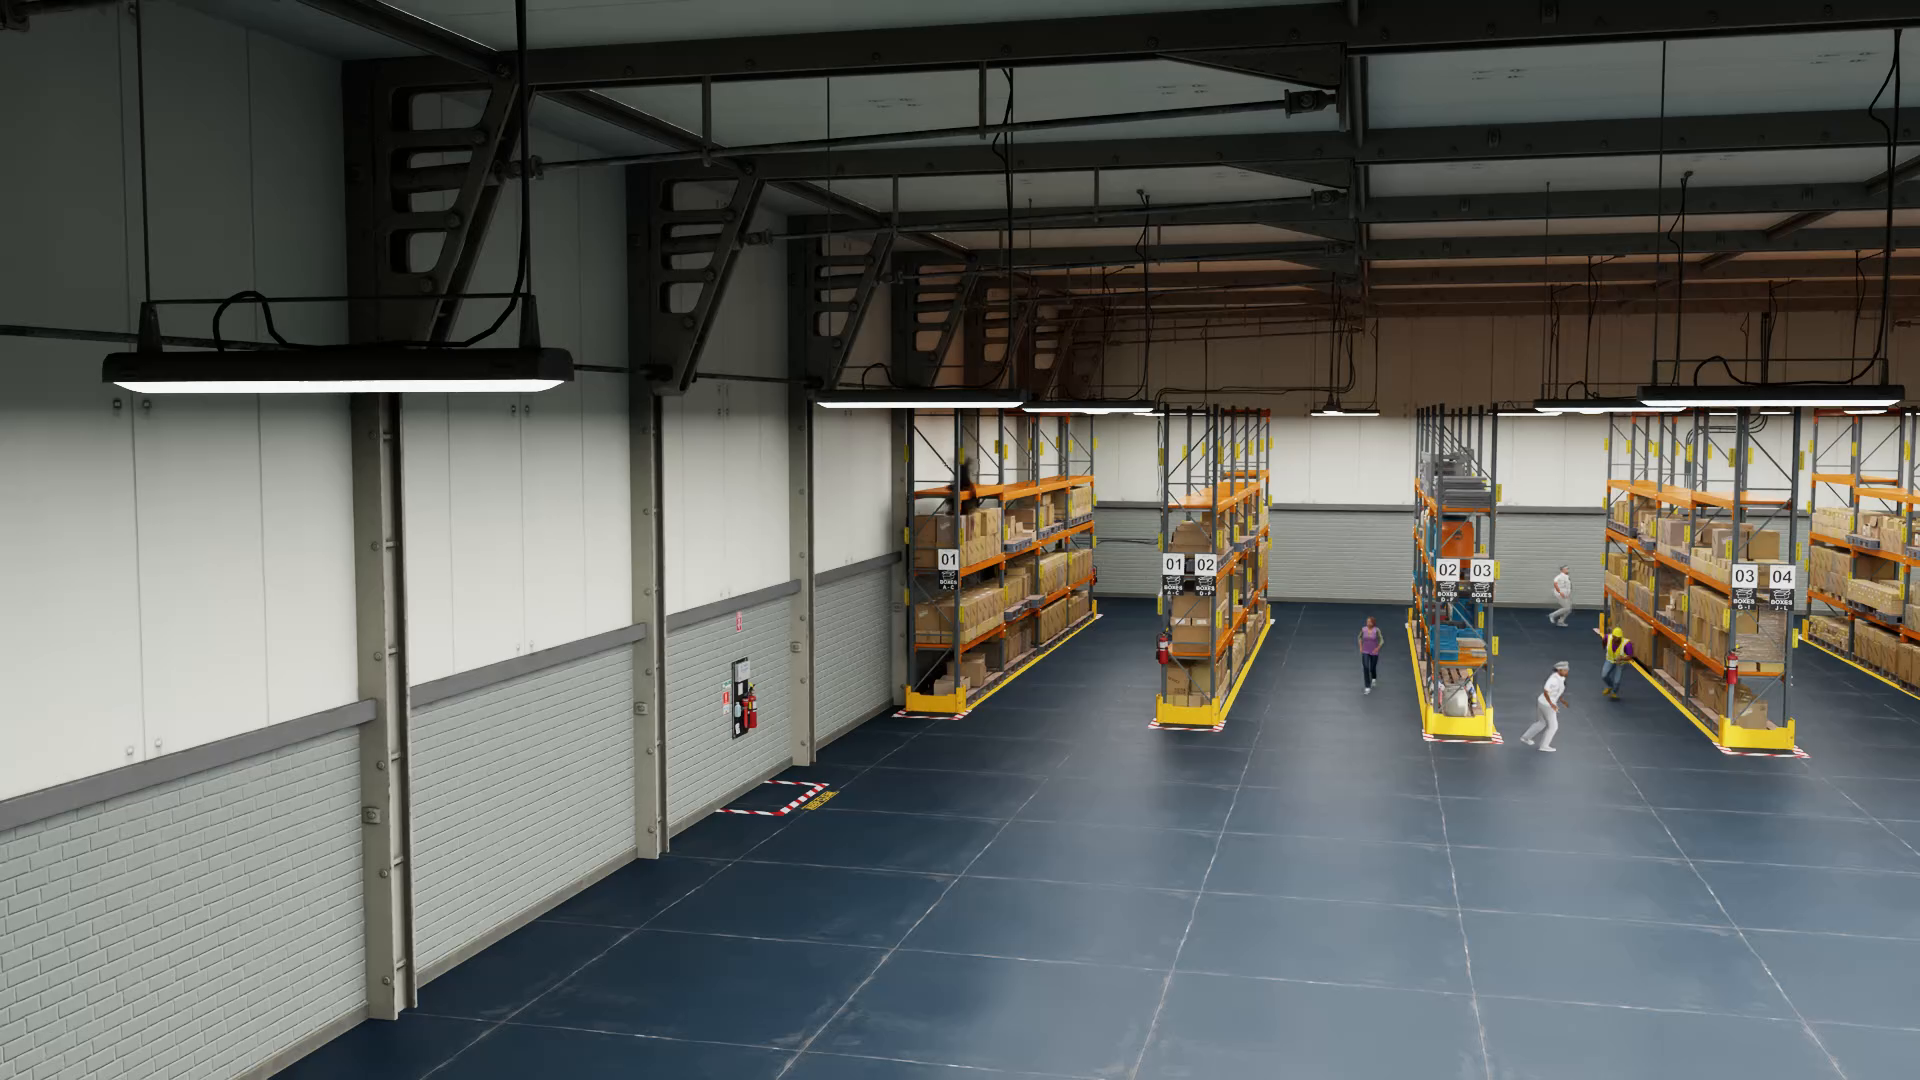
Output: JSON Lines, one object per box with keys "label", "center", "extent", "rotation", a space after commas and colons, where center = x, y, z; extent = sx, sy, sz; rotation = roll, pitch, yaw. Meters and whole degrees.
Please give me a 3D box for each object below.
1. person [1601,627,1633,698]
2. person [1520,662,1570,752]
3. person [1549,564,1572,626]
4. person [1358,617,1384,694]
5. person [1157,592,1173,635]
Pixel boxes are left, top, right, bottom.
{"label": "person", "center": [13.300, 2.493, 33.737], "extent": [0.732, 1.521, 0.991], "rotation": [3, 5, 34]}
{"label": "person", "center": [10.096, 2.847, 28.689], "extent": [0.796, 1.585, 0.597], "rotation": [2, 5, 27]}
{"label": "person", "center": [16.664, 1.516, 46.097], "extent": [0.559, 1.703, 0.737], "rotation": [2, 5, 29]}
{"label": "person", "center": [8.624, 2.402, 34.938], "extent": [0.545, 1.589, 0.800], "rotation": [1, 4, 18]}
{"label": "person", "center": [5.476, 1.844, 43.674], "extent": [0.599, 1.384, 0.940], "rotation": [0, 4, 5]}
